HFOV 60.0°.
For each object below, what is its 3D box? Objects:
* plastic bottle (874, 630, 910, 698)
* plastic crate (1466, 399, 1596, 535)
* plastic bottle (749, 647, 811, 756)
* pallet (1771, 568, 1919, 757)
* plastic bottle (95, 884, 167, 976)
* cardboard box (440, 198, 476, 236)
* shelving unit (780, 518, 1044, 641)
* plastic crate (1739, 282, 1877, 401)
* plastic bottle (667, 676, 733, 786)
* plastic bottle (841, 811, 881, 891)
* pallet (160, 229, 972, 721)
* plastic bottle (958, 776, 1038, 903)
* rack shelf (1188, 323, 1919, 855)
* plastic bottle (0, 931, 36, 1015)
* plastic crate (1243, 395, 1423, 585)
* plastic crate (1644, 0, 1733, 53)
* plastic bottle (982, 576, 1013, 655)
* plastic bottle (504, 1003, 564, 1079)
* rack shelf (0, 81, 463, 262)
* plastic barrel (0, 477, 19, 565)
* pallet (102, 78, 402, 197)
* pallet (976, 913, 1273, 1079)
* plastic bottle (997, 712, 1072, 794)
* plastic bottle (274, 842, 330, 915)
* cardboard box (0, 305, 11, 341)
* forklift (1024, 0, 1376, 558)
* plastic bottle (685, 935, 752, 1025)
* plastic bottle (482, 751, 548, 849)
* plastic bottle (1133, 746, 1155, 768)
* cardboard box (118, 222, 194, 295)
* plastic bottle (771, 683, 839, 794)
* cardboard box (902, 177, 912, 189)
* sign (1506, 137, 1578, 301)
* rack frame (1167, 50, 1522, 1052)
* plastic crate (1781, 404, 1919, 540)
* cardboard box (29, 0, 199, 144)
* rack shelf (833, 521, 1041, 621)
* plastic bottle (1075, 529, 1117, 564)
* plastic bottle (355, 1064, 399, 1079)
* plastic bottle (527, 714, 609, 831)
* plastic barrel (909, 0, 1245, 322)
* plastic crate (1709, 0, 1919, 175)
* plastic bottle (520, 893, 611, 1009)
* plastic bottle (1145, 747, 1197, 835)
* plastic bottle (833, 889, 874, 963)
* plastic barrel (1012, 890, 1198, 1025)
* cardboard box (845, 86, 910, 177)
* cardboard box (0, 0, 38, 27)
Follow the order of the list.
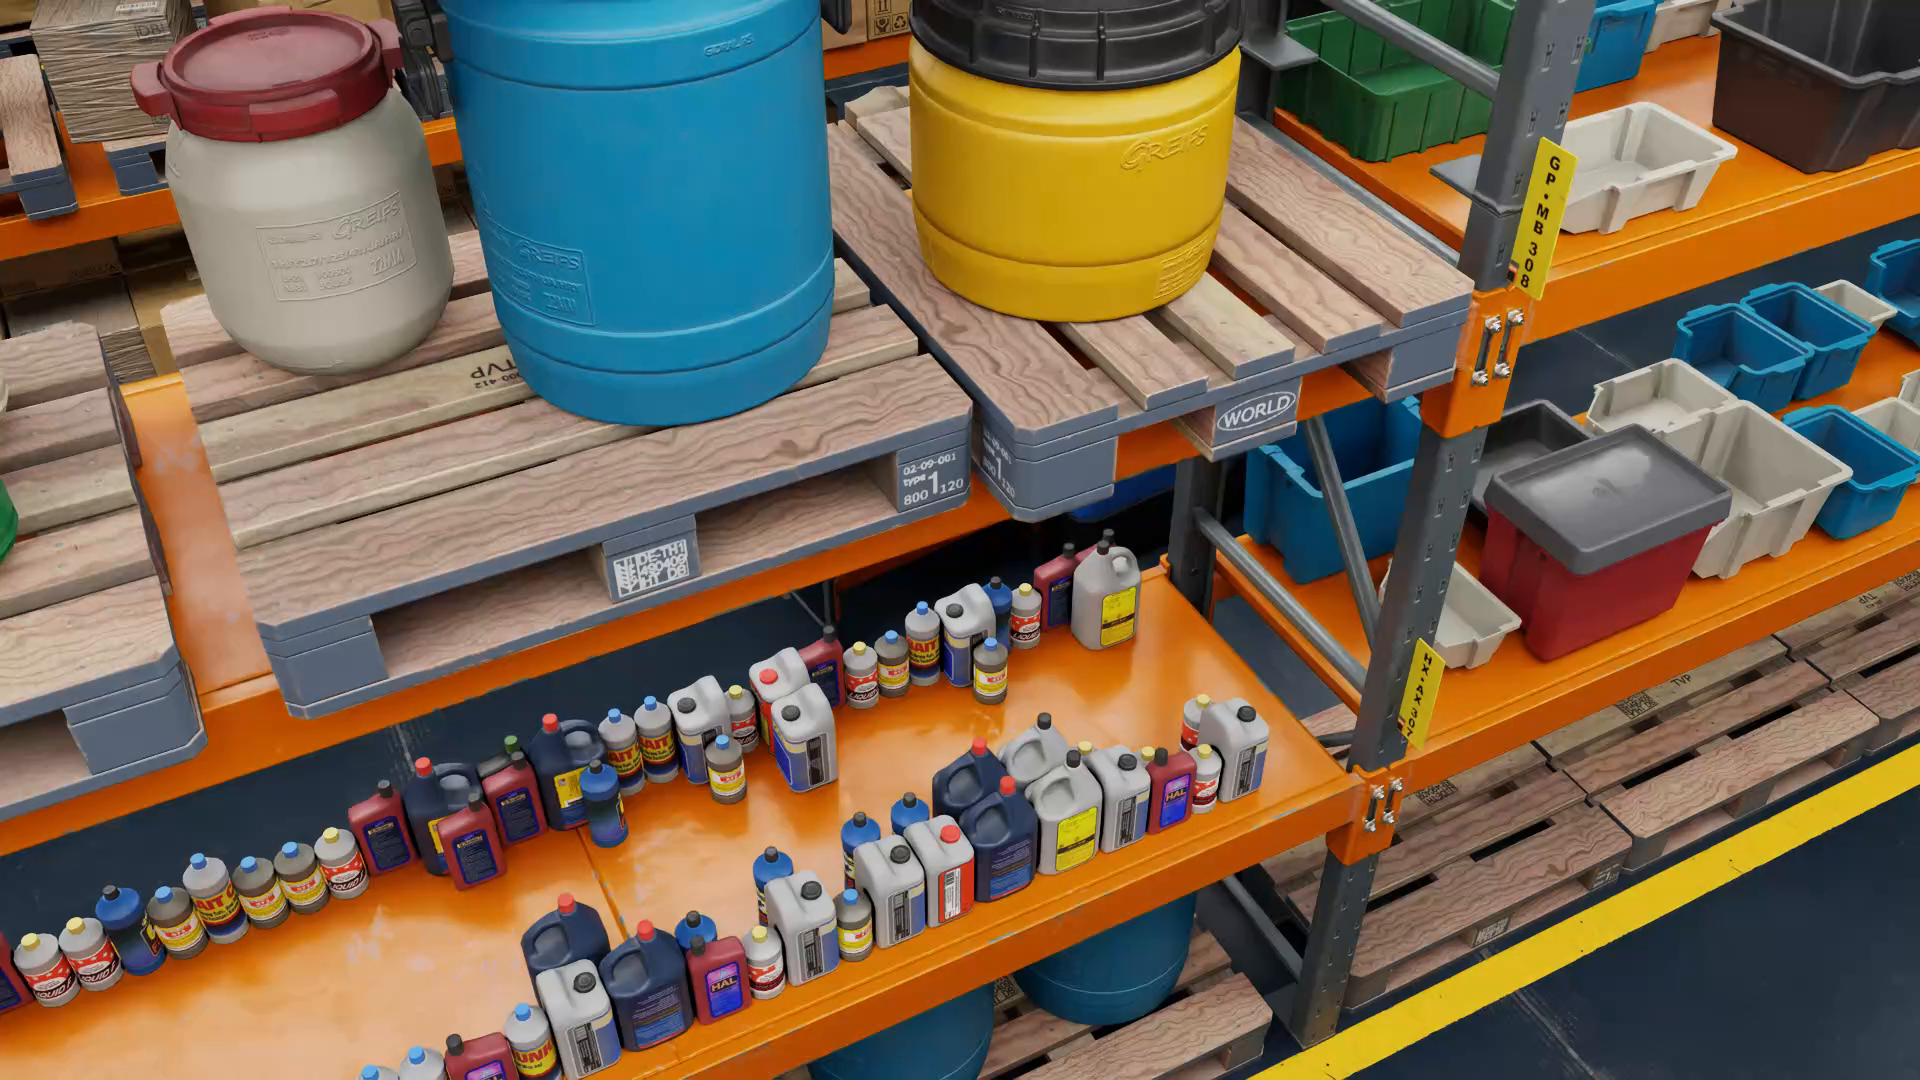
[{"bbox_3d":[-0.191,0.340,4.681,0.097,0.201,0.097,0,40,0],"label":"plastic bottle"},{"bbox_3d":[1.791,-0.219,5.354,0.590,0.125,0.437,-19,44,-21],"label":"plastic crate"},{"bbox_3d":[-0.486,0.430,4.516,0.135,0.276,0.152,-19,44,-21],"label":"plastic bottle"},{"bbox_3d":[3.720,0.281,6.754,1.213,0.211,1.003,-19,44,-21],"label":"pallet"},{"bbox_3d":[-1.976,0.914,3.949,0.097,0.271,0.097,0,40,0],"label":"plastic bottle"},{"bbox_3d":[-2.555,-1.263,8.014,0.500,0.500,0.500,-18,43,-20],"label":"cardboard box"},{"bbox_3d":[-0.218,-0.288,6.720,1.048,1.125,0.538,-24,46,-25],"label":"shelving unit"},{"bbox_3d":[2.931,-0.688,5.824,0.300,0.233,0.416,-19,44,-21],"label":"plastic crate"},{"bbox_3d":[-0.691,0.500,4.434,0.135,0.276,0.152,-19,44,-21],"label":"plastic bottle"},{"bbox_3d":[-0.243,0.773,4.115,0.097,0.271,0.097,0,40,0],"label":"plastic bottle"},{"bbox_3d":[-0.733,-0.256,3.055,1.213,0.211,1.003,-19,44,-21],"label":"pallet"},{"bbox_3d":[0.094,0.723,4.113,0.185,0.351,0.144,-19,44,-21],"label":"plastic bottle"},{"bbox_3d":[2.696,-0.135,5.645,4.000,0.370,1.077,-19,44,-21],"label":"rack shelf"},{"bbox_3d":[-2.259,0.991,3.848,0.133,0.283,0.061,-19,44,-21],"label":"plastic bottle"},{"bbox_3d":[1.179,-0.165,5.089,0.575,0.384,0.392,-19,44,-21],"label":"plastic crate"},{"bbox_3d":[1.874,-1.455,4.530,0.466,0.136,0.293,-19,44,-21],"label":"plastic crate"},{"bbox_3d":[0.101,0.215,4.774,0.097,0.271,0.097,0,40,0],"label":"plastic bottle"},{"bbox_3d":[-0.953,1.122,3.702,0.097,0.271,0.097,0,40,0],"label":"plastic bottle"},{"bbox_3d":[-3.137,-1.781,7.589,4.000,0.370,1.077,-19,44,-21],"label":"rack shelf"},{"bbox_3d":[-1.580,-0.050,2.461,0.294,0.245,0.294,0,40,0],"label":"plastic barrel"},{"bbox_3d":[-3.188,-1.969,7.403,1.213,0.211,1.003,-19,44,-21],"label":"pallet"},{"bbox_3d":[0.219,1.458,5.365,1.213,0.211,1.003,-19,44,-21],"label":"pallet"},{"bbox_3d":[0.191,0.585,4.275,0.185,0.351,0.144,-19,44,-21],"label":"plastic bottle"},{"bbox_3d":[-1.630,0.824,4.108,0.097,0.201,0.097,0,40,0],"label":"plastic bottle"},{"bbox_3d":[-4.375,-0.645,7.284,0.500,0.500,0.500,-17,43,-19],"label":"cardboard box"},{"bbox_3d":[1.459,-1.758,7.058,3.031,2.935,1.130,-24,46,-25],"label":"forklift"},{"bbox_3d":[-0.559,0.998,3.839,0.133,0.283,0.061,-19,44,-21],"label":"plastic bottle"},{"bbox_3d":[-1.140,0.659,4.240,0.133,0.283,0.061,-19,44,-21],"label":"plastic bottle"},{"bbox_3d":[0.485,0.621,4.349,0.097,0.201,0.097,0,40,0],"label":"plastic bottle"},{"bbox_3d":[-3.730,-1.241,7.988,0.500,0.500,0.500,-20,44,-22],"label":"cardboard box"},{"bbox_3d":[-0.415,0.518,4.413,0.135,0.276,0.152,-19,44,-21],"label":"plastic bottle"},{"bbox_3d":[-0.128,-2.004,9.149,0.250,0.166,0.380,-19,44,-21],"label":"cardboard box"},{"bbox_3d":[1.175,-0.646,3.362,0.005,0.325,0.100,-19,44,-21],"label":"sign"},{"bbox_3d":[0.922,0.187,4.708,0.127,3.000,1.000,-19,44,-21],"label":"rack frame"},{"bbox_3d":[2.767,-0.206,5.255,0.300,0.233,0.416,-19,44,-21],"label":"plastic crate"},{"bbox_3d":[-3.505,-2.073,6.975,0.500,0.500,0.700,-11,41,-13],"label":"cardboard box"},{"bbox_3d":[-0.218,-0.101,6.878,1.000,0.278,0.538,-24,46,-25],"label":"rack shelf"},{"bbox_3d":[0.400,0.096,4.905,0.133,0.283,0.061,-19,44,-21],"label":"plastic bottle"},{"bbox_3d":[-1.244,1.220,3.586,0.097,0.271,0.097,0,40,0],"label":"plastic bottle"},{"bbox_3d":[-1.008,0.575,4.288,0.185,0.351,0.144,-19,44,-21],"label":"plastic bottle"},{"bbox_3d":[0.206,-0.801,3.083,0.600,0.588,0.600,0,40,0],"label":"plastic barrel"},{"bbox_3d":[2.150,-1.122,4.033,0.590,0.269,0.497,-19,44,-21],"label":"plastic crate"},{"bbox_3d":[-0.909,0.949,3.845,0.185,0.351,0.144,-19,44,-21],"label":"plastic bottle"},{"bbox_3d":[0.538,0.629,4.275,0.133,0.283,0.061,-19,44,-21],"label":"plastic bottle"},{"bbox_3d":[-0.259,0.916,4.000,0.097,0.201,0.097,0,40,0],"label":"plastic bottle"},{"bbox_3d":[0.432,0.980,5.070,0.708,0.901,0.600,-19,44,-21],"label":"plastic barrel"},{"bbox_3d":[-0.323,-2.351,9.446,0.500,0.311,0.500,-19,44,-21],"label":"cardboard box"},{"bbox_3d":[-6.489,-3.780,10.733,0.750,0.750,0.750,-19,44,-21],"label":"cardboard box"}]
